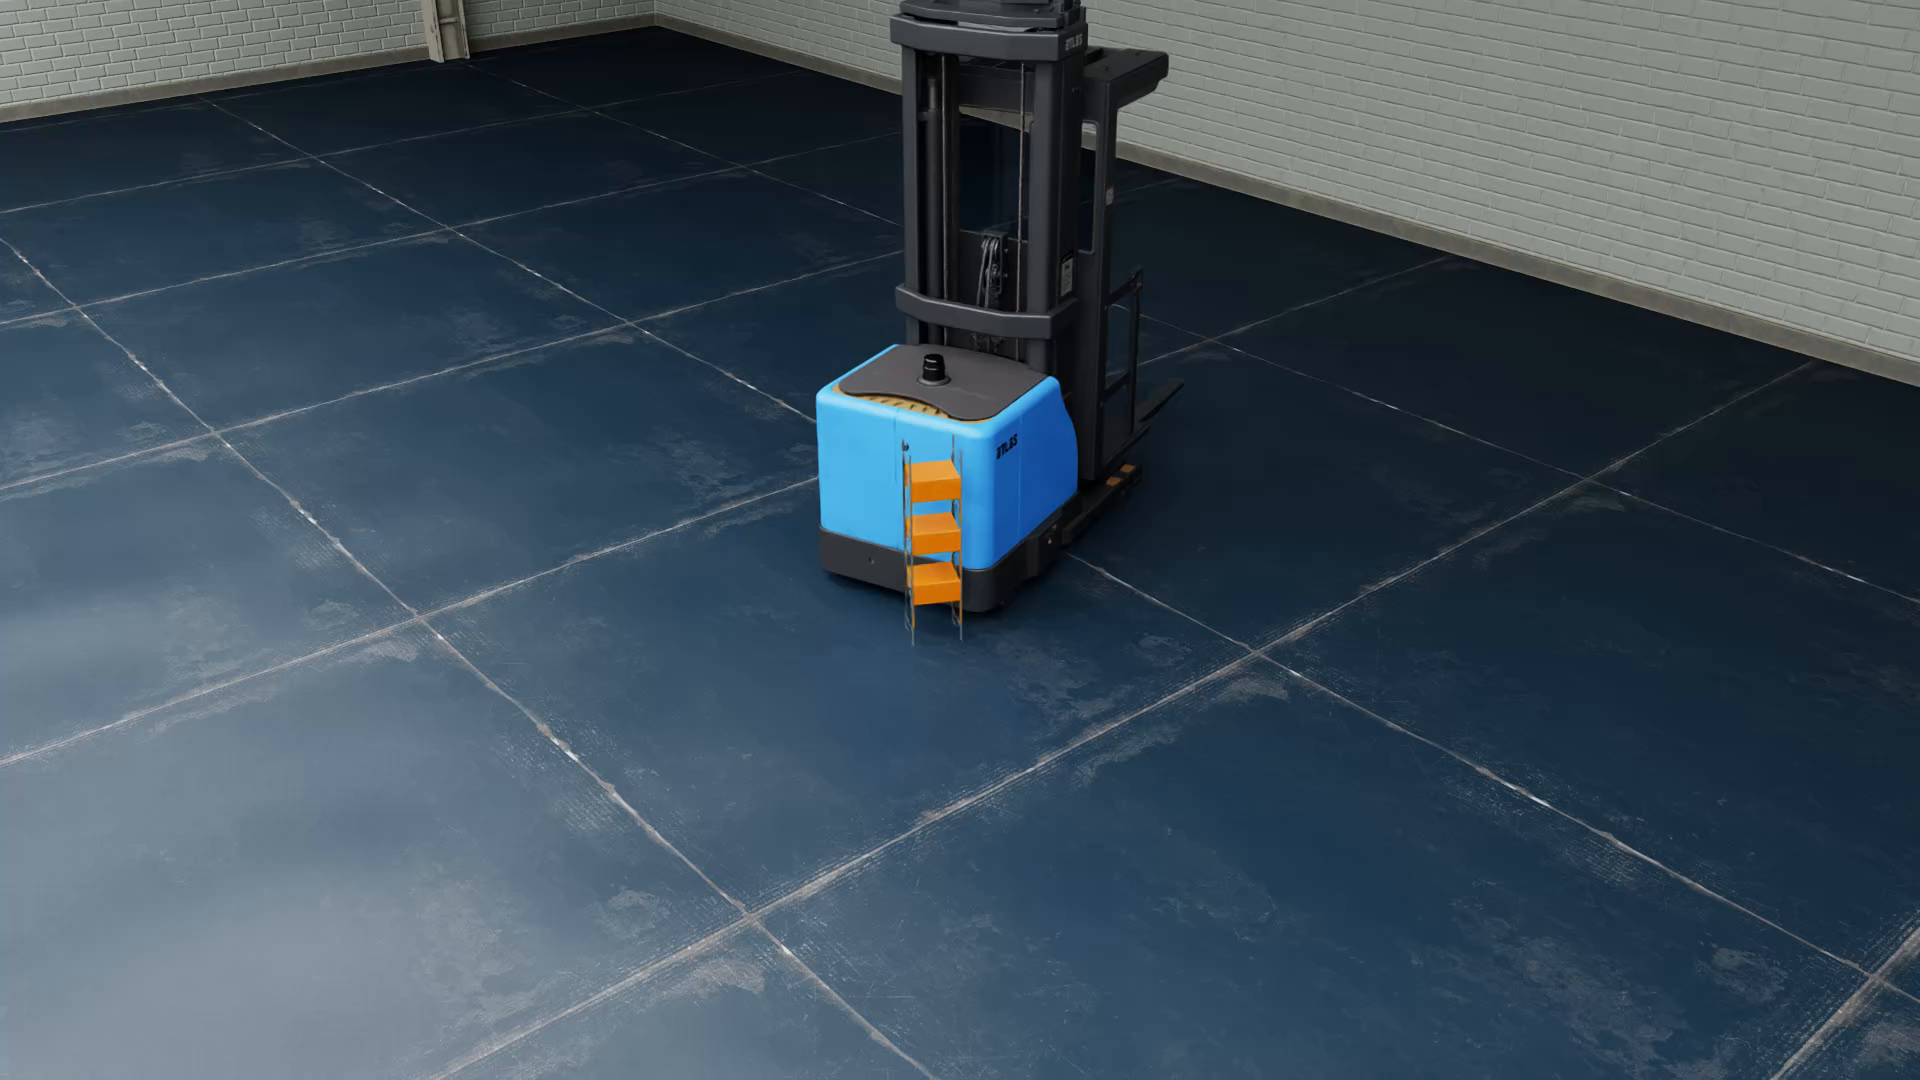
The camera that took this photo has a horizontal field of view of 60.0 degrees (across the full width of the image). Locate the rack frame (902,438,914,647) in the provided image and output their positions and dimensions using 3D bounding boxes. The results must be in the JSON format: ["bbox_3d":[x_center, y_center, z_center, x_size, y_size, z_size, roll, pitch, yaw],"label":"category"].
[{"bbox_3d":[-0.253,0.021,8.096,0.008,1.050,0.200,-6,29,-11],"label":"rack frame"}]

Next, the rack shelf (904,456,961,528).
[{"bbox_3d":[-0.134,-0.232,7.990,0.240,0.259,0.215,-6,29,-11],"label":"rack shelf"}]

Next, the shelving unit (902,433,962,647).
[{"bbox_3d":[-0.134,0.009,8.119,0.252,1.050,0.215,-6,29,-11],"label":"shelving unit"}]

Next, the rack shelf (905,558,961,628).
[{"bbox_3d":[-0.134,0.263,8.255,0.240,0.259,0.215,-6,29,-11],"label":"rack shelf"}]

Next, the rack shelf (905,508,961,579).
[{"bbox_3d":[-0.134,0.018,8.124,0.240,0.259,0.215,-6,29,-11],"label":"rack shelf"}]

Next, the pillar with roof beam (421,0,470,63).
[{"bbox_3d":[-3.406,-8.280,15.196,0.400,9.000,9.100,-22,35,-35],"label":"pillar with roof beam"}]

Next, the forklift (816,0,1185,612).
[{"bbox_3d":[0.417,-1.588,9.113,1.130,2.935,3.031,15,32,26],"label":"forklift"}]

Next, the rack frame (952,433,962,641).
[{"bbox_3d":[-0.015,-0.004,8.143,0.008,1.050,0.200,-6,29,-11],"label":"rack frame"}]
